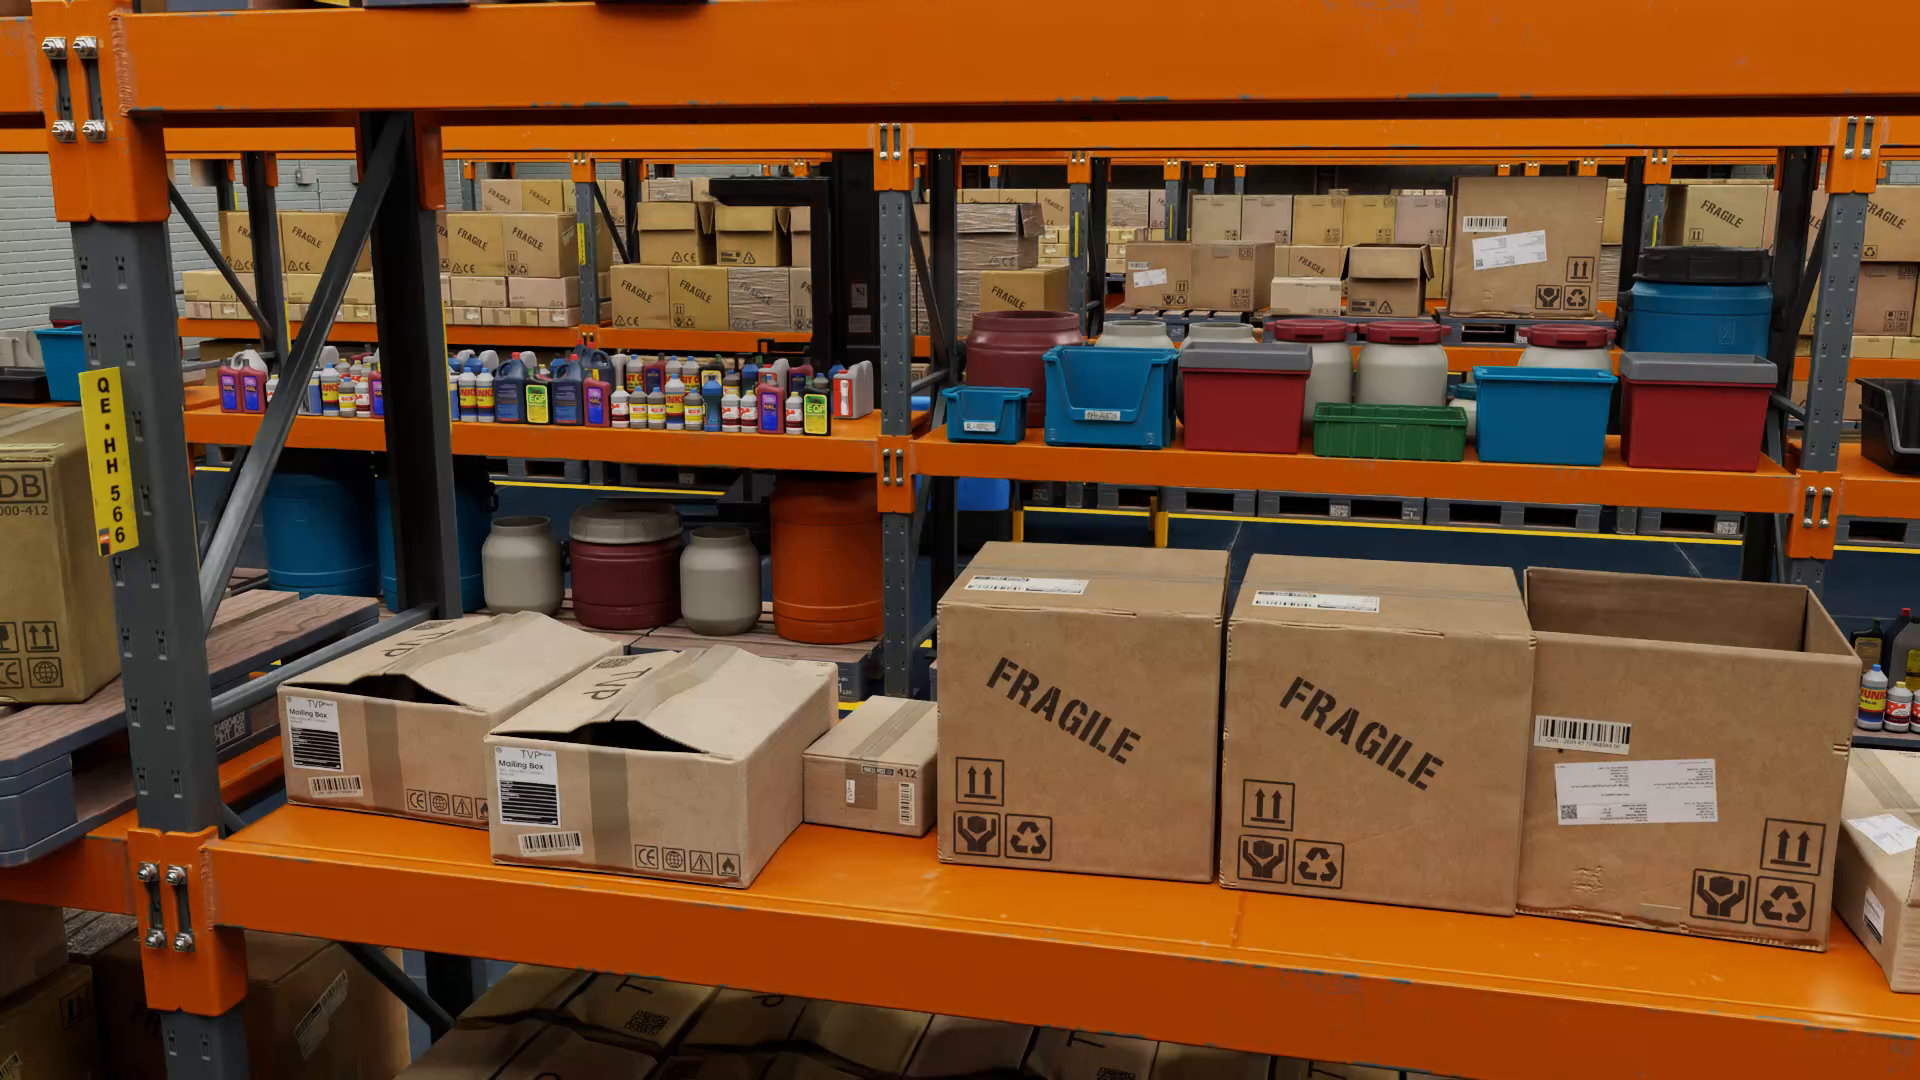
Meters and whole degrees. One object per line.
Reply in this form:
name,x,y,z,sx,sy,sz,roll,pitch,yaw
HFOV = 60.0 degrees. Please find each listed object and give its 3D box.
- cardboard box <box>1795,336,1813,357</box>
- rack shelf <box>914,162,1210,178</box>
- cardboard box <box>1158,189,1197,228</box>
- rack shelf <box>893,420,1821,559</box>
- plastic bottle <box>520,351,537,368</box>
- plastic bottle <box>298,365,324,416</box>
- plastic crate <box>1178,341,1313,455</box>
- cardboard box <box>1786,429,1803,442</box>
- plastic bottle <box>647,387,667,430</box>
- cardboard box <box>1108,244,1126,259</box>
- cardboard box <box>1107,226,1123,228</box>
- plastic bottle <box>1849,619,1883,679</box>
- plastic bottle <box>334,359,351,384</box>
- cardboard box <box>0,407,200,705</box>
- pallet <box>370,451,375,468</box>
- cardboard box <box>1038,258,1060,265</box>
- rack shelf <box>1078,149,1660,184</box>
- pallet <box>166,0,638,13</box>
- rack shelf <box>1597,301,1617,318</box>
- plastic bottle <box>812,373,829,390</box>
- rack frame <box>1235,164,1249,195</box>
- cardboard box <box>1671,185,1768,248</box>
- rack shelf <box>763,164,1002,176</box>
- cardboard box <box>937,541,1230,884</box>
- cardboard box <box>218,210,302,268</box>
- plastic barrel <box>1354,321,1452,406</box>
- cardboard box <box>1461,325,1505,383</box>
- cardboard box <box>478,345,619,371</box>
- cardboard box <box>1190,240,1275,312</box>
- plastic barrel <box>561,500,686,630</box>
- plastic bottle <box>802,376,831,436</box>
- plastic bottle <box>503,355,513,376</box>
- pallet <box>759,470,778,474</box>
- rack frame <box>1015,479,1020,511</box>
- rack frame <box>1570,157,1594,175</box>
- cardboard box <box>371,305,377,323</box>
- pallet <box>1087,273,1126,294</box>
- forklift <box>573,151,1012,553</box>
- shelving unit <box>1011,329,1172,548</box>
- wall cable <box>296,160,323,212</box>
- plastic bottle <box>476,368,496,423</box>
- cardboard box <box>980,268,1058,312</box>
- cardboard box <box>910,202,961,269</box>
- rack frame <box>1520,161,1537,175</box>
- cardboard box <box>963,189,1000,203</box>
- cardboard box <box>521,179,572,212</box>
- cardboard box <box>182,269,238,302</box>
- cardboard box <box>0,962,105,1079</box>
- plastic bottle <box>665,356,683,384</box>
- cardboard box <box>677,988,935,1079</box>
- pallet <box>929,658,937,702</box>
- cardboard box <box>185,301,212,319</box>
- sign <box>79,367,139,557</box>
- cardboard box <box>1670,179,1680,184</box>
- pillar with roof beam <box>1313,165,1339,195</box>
cardboard box,5.748,-1.372,11.570,0.250,0.149,0.380,3,13,14
rack shelf,1.427,-5.111,22.581,4.000,0.370,1.077,3,13,14
cardboard box,2.948,-4.508,22.588,0.500,0.500,0.500,3,13,12
rack shelf,1.749,-0.314,7.882,4.000,0.370,1.077,3,13,14
plastic bottle,-2.416,-0.899,9.146,0.135,0.276,0.152,3,13,14
plastic bottle,-3.363,-0.792,8.666,0.135,0.276,0.152,3,13,14
plastic crate,1.303,-0.652,7.597,0.583,0.464,0.402,3,13,14
cardboard box,5.814,-0.530,11.998,0.500,0.500,0.500,8,15,31
plastic bottle,-1.492,-0.650,8.196,0.097,0.201,0.097,0,13,0
cardboard box,1.692,-3.005,17.278,0.250,0.149,0.380,3,13,15
cardboard box,1.617,-3.299,17.914,0.250,0.149,0.380,3,13,12
plastic bottle,4.237,0.506,7.783,0.133,0.283,0.061,4,13,16
plastic bottle,-3.497,-0.926,9.442,0.097,0.201,0.097,0,13,0
cardboard box,-2.021,0.010,3.562,0.500,0.500,0.700,-1,13,-5
pallet,-4.797,-0.775,14.740,1.213,0.211,1.003,3,13,14
cardboard box,0.960,-2.899,17.487,0.250,0.149,0.380,3,13,13
rack shelf,2.936,-2.819,12.252,4.000,0.370,1.077,3,13,14
pallet,-0.703,-1.083,3.200,1.003,0.211,1.213,4,13,16
rack shelf,8.106,-2.185,16.319,4.000,0.370,1.077,3,13,14
plastic bottle,-0.736,-0.779,8.777,0.097,0.201,0.097,0,13,0
rack frame,4.554,-4.938,27.065,0.127,3.000,1.000,3,13,14
cardboard box,5.254,-2.208,11.534,0.500,0.500,0.500,3,13,14
rack shelf,-1.271,-6.363,28.222,4.000,0.370,1.077,3,13,14
cardboard box,0.250,0.308,3.190,0.500,0.500,0.500,2,13,10
cardboard box,-6.237,-2.693,14.876,0.500,0.500,0.500,3,13,14
plastic barrel,2.102,-0.761,7.925,0.433,0.535,0.433,0,13,0
cardboard box,5.540,-1.760,16.967,0.750,0.750,1.050,3,13,13
cardboard box,-3.511,-1.236,14.317,0.875,0.875,0.875,3,13,14
cardboard box,2.094,-2.036,12.786,0.500,0.500,0.700,5,13,22
plastic barrel,-1.768,0.123,8.850,0.708,0.588,0.600,3,13,14
plastic bottle,-0.688,-0.643,7.975,0.133,0.283,0.061,3,13,14
plastic bottle,-2.428,-0.869,9.024,0.097,0.271,0.097,0,13,0
pallet,-0.934,-0.569,13.812,1.213,0.211,1.003,3,13,14
rack frame,0.406,-0.750,11.653,0.032,1.500,0.500,0,13,2
rack frame,6.164,-2.640,16.709,0.127,3.000,1.000,3,13,14
cardboard box,-4.759,-1.922,14.051,0.250,0.149,0.380,3,13,14
pallet,1.563,-2.769,17.731,1.003,0.211,1.213,3,13,14
forklift,-1.153,-1.449,11.497,3.031,2.935,1.130,0,13,2
shelving unit,0.905,-0.746,11.635,1.083,1.500,0.587,0,13,2
wall cable,-9.879,-5.108,25.414,0.123,1.953,0.585,3,13,14
plastic bottle,-2.393,-0.732,8.406,0.097,0.271,0.097,0,13,0
cardboard box,0.456,-1.832,12.837,0.500,0.500,0.500,3,13,15
cardboard box,-0.344,-2.424,13.189,0.637,0.503,0.797,3,13,15
rack frame,7.252,-3.686,21.424,0.127,3.000,1.000,3,13,14
cardboard box,0.344,-4.535,22.708,0.500,0.500,0.500,3,13,13
cardboard box,-4.623,-3.841,18.896,0.500,0.500,0.500,3,13,15
cardboard box,-6.372,-2.216,14.454,0.500,0.250,0.500,3,13,12
cardboard box,-2.347,1.279,3.798,0.500,0.500,0.500,4,13,16
plastic bottle,-1.539,-0.856,8.963,0.097,0.271,0.097,0,13,0
cardboard box,-0.309,1.138,3.765,0.500,0.311,0.500,3,13,13
pallet,0.550,0.641,8.356,1.213,0.211,1.003,3,13,14
cardboard box,-6.507,-2.015,14.469,0.250,0.149,0.380,3,13,14
sign,-1.504,-0.139,2.945,0.005,0.325,0.100,3,13,14
cardboard box,8.599,-4.237,20.681,0.500,0.500,0.700,3,13,12
pillar with roof beam,5.004,-7.083,22.885,0.400,9.000,9.100,3,13,14
